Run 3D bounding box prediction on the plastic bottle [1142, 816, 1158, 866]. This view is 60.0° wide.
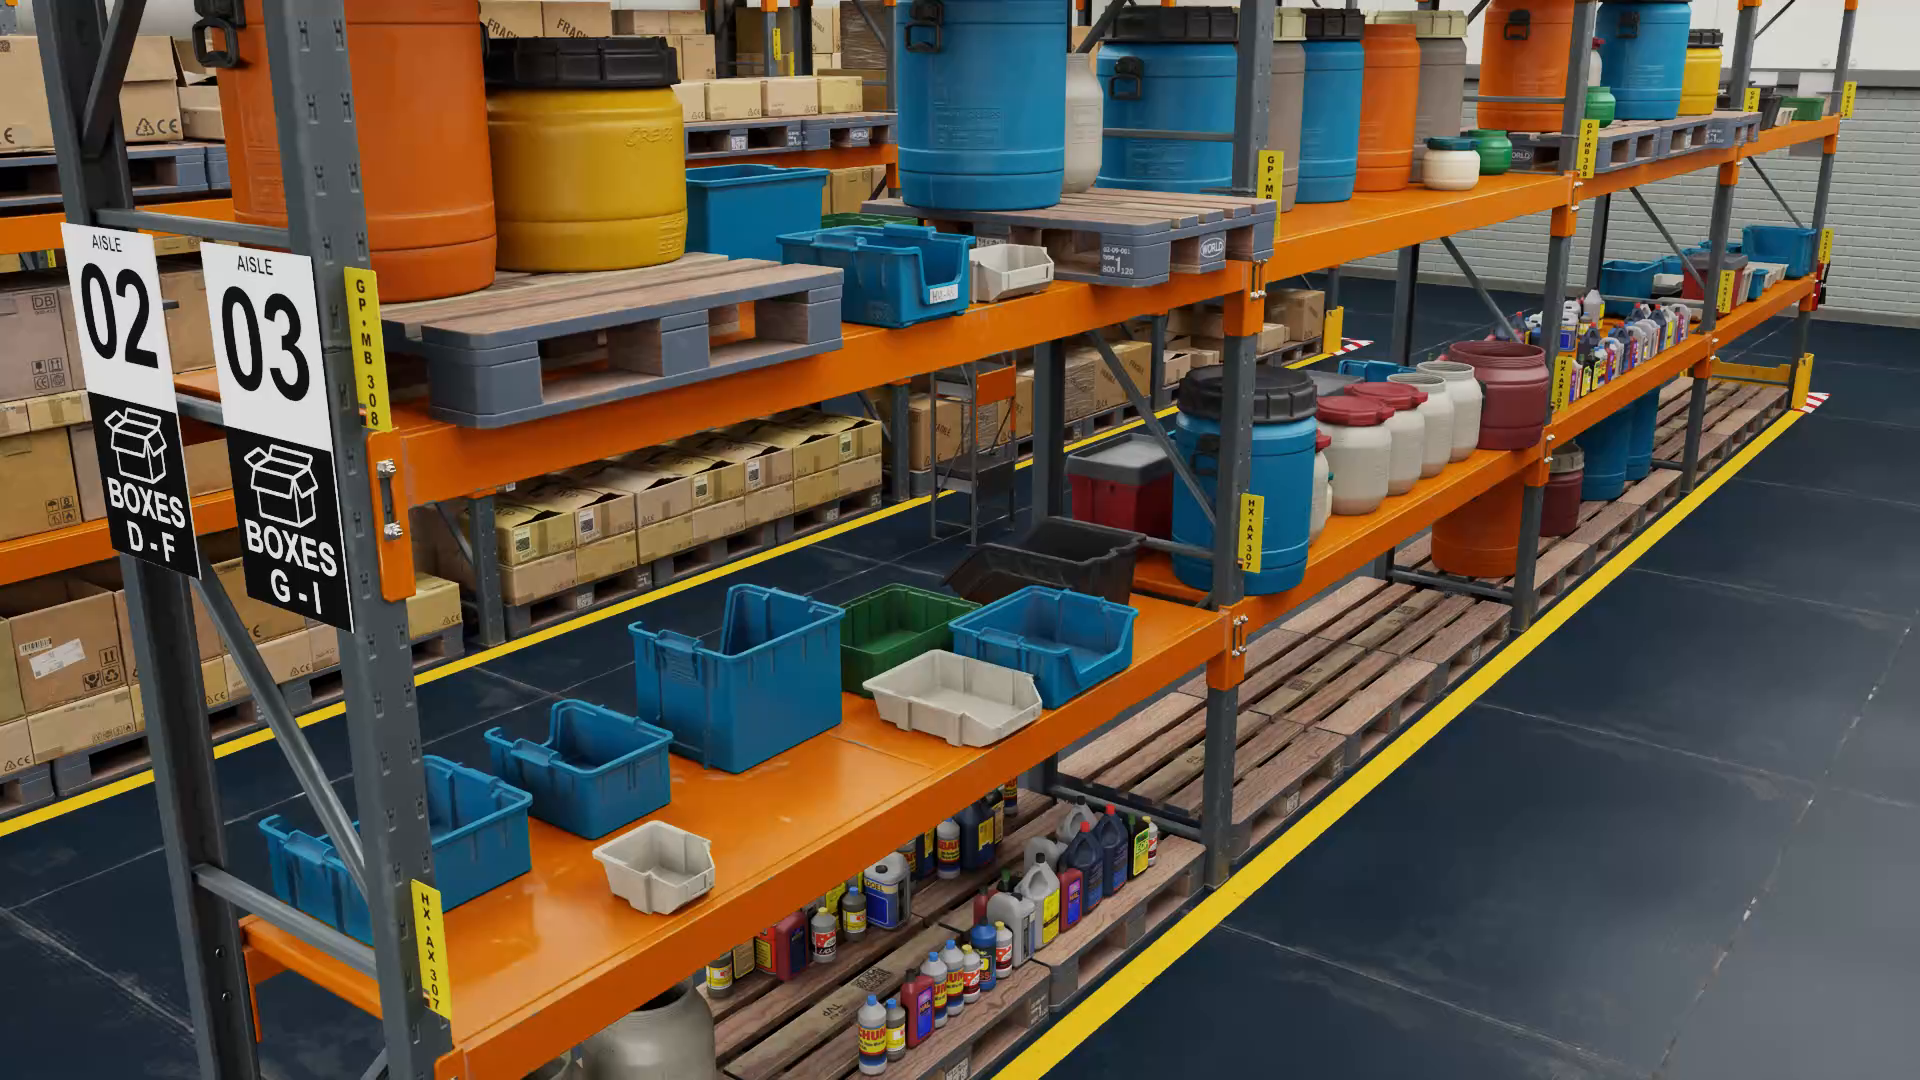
[{"bbox_3d":[0.789,1.272,7.065,0.097,0.201,0.097,0,17,0],"label":"plastic bottle"}]

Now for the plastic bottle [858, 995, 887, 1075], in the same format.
[{"bbox_3d":[-0.298,1.674,5.656,0.097,0.271,0.097,0,17,0],"label":"plastic bottle"}]

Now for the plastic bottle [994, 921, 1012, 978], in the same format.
[{"bbox_3d":[0.148,1.529,6.239,0.097,0.201,0.097,0,17,0],"label":"plastic bottle"}]

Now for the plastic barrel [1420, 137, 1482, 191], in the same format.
[{"bbox_3d":[2.568,-1.970,8.706,0.301,0.262,0.301,0,17,0],"label":"plastic barrel"}]

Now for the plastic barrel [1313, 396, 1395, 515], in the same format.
[{"bbox_3d":[1.938,-0.424,8.322,0.433,0.535,0.433,0,17,0],"label":"plastic barrel"}]

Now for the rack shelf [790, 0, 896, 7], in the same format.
[{"bbox_3d":[-2.029,-3.678,10.802,1.077,0.370,4.000,12,21,35],"label":"rack shelf"}]

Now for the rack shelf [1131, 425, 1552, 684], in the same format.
[{"bbox_3d":[1.947,-0.128,8.811,1.077,0.370,4.000,12,21,35],"label":"rack shelf"}]

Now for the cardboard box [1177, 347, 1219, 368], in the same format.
[{"bbox_3d":[2.477,-1.903,17.351,0.380,0.166,0.250,12,21,35],"label":"cardboard box"}]

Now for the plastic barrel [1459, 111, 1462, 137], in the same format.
[{"bbox_3d":[2.707,-2.414,9.713,0.421,0.512,0.421,0,17,0],"label":"plastic barrel"}]

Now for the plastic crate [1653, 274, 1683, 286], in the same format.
[{"bbox_3d":[6.318,-2.271,14.843,0.293,0.136,0.466,12,21,35],"label":"plastic crate"}]

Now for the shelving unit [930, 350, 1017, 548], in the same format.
[{"bbox_3d":[0.099,-1.042,12.059,0.431,2.100,0.503,12,21,35],"label":"shelving unit"}]

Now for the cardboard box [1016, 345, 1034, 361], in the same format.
[{"bbox_3d":[0.466,-1.841,15.323,0.500,0.250,0.500,12,21,35],"label":"cardboard box"}]

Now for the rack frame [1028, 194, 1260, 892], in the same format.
[{"bbox_3d":[0.755,0.005,7.171,1.000,3.000,0.127,12,21,35],"label":"rack frame"}]

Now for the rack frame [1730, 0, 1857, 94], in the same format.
[{"bbox_3d":[7.905,-5.718,15.485,1.000,3.000,0.127,12,21,35],"label":"rack frame"}]

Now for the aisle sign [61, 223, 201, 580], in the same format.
[{"bbox_3d":[-1.910,-0.319,3.831,0.394,0.787,0.004,12,21,35],"label":"aisle sign"}]

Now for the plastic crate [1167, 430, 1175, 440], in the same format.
[{"bbox_3d":[1.162,-0.305,8.196,0.392,0.384,0.575,12,21,35],"label":"plastic crate"}]

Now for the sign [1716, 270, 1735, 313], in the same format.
[{"bbox_3d":[5.962,-1.935,12.951,0.100,0.325,0.005,12,21,35],"label":"sign"}]

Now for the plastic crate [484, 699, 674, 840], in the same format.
[{"bbox_3d":[-1.179,0.703,5.174,0.499,0.251,0.408,12,21,35],"label":"plastic crate"}]

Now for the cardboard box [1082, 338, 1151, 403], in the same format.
[{"bbox_3d":[1.482,-1.625,15.892,0.500,0.500,0.500,12,21,34],"label":"cardboard box"}]

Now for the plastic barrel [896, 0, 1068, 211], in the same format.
[{"bbox_3d":[0.076,-1.650,5.887,0.600,0.901,0.708,12,21,35],"label":"plastic barrel"}]

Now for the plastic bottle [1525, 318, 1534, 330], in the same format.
[{"bbox_3d":[4.159,-1.498,12.226,0.097,0.271,0.097,0,17,0],"label":"plastic bottle"}]

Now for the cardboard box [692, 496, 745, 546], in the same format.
[{"bbox_3d":[-1.866,-0.178,11.686,0.500,0.250,0.500,13,21,36],"label":"cardboard box"}]

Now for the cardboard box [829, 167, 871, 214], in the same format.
[{"bbox_3d":[-1.659,-4.094,19.863,0.980,0.700,0.700,12,21,33],"label":"cardboard box"}]

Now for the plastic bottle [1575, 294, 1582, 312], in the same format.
[{"bbox_3d":[4.881,-1.801,13.183,0.061,0.283,0.133,12,21,35],"label":"plastic bottle"}]

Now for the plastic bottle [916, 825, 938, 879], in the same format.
[{"bbox_3d":[-0.172,1.224,6.971,0.144,0.351,0.185,11,21,32],"label":"plastic bottle"}]

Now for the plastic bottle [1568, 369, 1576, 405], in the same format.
[{"bbox_3d":[3.888,-1.008,10.630,0.061,0.283,0.133,12,21,35],"label":"plastic bottle"}]

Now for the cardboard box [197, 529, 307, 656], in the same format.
[{"bbox_3d":[-3.924,0.269,8.984,0.500,0.500,0.500,12,21,35],"label":"cardboard box"}]

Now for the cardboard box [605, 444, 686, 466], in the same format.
[{"bbox_3d":[-2.303,-0.536,11.896,0.500,0.311,0.500,12,21,34],"label":"cardboard box"}]

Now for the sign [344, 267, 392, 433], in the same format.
[{"bbox_3d":[-1.189,-0.381,3.340,0.100,0.325,0.005,12,21,35],"label":"sign"}]

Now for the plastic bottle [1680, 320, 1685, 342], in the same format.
[{"bbox_3d":[5.499,-1.622,12.745,0.097,0.201,0.097,0,17,0],"label":"plastic bottle"}]

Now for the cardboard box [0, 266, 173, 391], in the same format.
[{"bbox_3d":[-4.377,-1.073,8.286,0.700,0.500,0.500,12,21,35],"label":"cardboard box"}]

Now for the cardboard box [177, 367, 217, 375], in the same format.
[{"bbox_3d":[-3.969,-0.824,8.578,0.380,0.149,0.250,13,22,36],"label":"cardboard box"}]

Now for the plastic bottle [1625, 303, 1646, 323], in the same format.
[{"bbox_3d":[5.011,-1.582,12.363,0.144,0.351,0.185,12,21,35],"label":"plastic bottle"}]

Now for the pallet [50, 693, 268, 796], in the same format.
[{"bbox_3d":[-4.455,0.934,8.880,1.003,0.211,1.213,12,21,35],"label":"pallet"}]

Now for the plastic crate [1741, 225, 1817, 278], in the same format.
[{"bbox_3d":[7.855,-2.786,15.997,0.616,0.435,0.499,12,21,35],"label":"plastic crate"}]

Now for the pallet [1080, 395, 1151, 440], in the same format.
[{"bbox_3d":[1.091,-1.245,15.896,1.003,0.211,1.213,12,21,35],"label":"pallet"}]

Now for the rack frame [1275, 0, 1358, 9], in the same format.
[{"bbox_3d":[3.929,-6.595,18.306,1.000,3.000,0.127,12,21,35],"label":"rack frame"}]

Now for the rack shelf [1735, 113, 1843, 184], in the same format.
[{"bbox_3d":[6.713,-3.466,14.502,1.077,0.370,4.000,12,21,35],"label":"rack shelf"}]

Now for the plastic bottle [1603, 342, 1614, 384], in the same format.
[{"bbox_3d":[4.381,-1.205,11.264,0.061,0.283,0.133,12,21,35],"label":"plastic bottle"}]

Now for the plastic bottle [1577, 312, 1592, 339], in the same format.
[{"bbox_3d":[4.833,-1.658,12.861,0.097,0.201,0.097,0,17,0],"label":"plastic bottle"}]

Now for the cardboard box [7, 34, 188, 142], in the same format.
[{"bbox_3d":[-4.303,-2.251,8.258,0.797,0.503,0.637,15,23,41],"label":"cardboard box"}]

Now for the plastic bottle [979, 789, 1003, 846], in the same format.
[{"bbox_3d":[0.128,1.191,7.190,0.061,0.283,0.133,12,21,35],"label":"plastic bottle"}]

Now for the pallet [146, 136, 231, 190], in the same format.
[{"bbox_3d":[-3.708,-2.054,8.892,1.003,0.211,1.213,12,21,35],"label":"pallet"}]

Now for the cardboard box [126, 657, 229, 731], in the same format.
[{"bbox_3d":[-4.211,0.748,8.704,0.500,0.250,0.500,12,21,35],"label":"cardboard box"}]

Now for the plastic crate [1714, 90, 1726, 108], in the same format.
[{"bbox_3d":[6.337,-3.756,14.423,0.437,0.282,0.530,12,21,35],"label":"plastic crate"}]

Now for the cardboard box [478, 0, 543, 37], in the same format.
[{"bbox_3d":[-2.822,-2.931,9.847,0.500,0.500,0.500,13,21,35],"label":"cardboard box"}]

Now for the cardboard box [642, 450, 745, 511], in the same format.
[{"bbox_3d":[-1.860,-0.448,11.610,0.500,0.311,0.500,13,22,36],"label":"cardboard box"}]

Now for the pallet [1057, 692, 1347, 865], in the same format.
[{"bbox_3d":[1.192,1.143,8.209,1.003,0.211,1.213,12,21,35],"label":"pallet"}]

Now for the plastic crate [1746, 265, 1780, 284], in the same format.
[{"bbox_3d":[7.380,-2.463,15.462,0.396,0.136,0.243,12,21,35],"label":"plastic crate"}]

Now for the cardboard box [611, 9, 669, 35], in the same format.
[{"bbox_3d":[-3.381,-5.379,17.276,0.500,0.250,0.500,12,21,33],"label":"cardboard box"}]

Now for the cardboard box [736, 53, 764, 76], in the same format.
[{"bbox_3d":[-2.215,-5.465,19.103,0.500,0.250,0.500,13,21,35],"label":"cardboard box"}]

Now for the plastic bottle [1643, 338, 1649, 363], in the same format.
[{"bbox_3d":[4.901,-1.383,11.975,0.097,0.201,0.097,0,17,0],"label":"plastic bottle"}]

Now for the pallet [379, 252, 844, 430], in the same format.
[{"bbox_3d":[-1.057,-0.565,4.265,1.003,0.211,1.213,12,21,35],"label":"pallet"}]
